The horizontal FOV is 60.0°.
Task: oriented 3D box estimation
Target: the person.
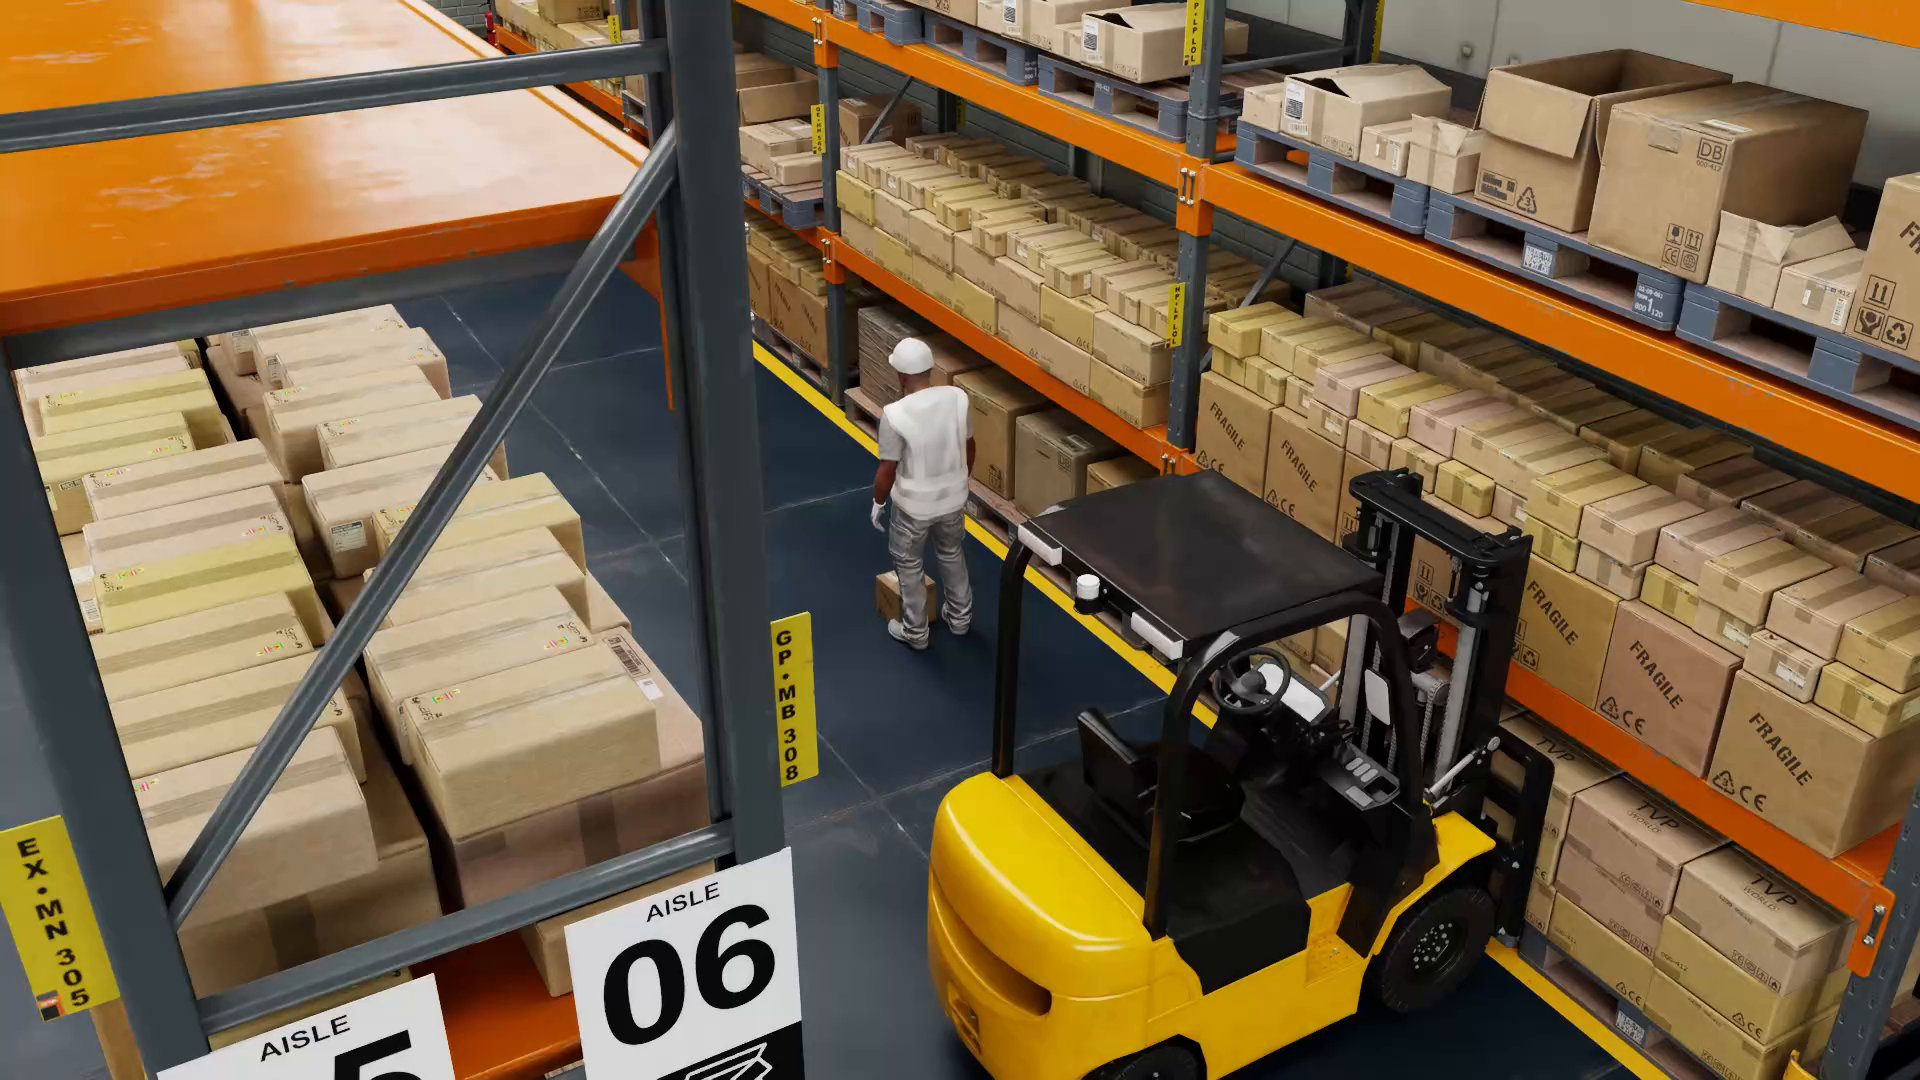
[{"bbox_3d":[-0.193,-0.240,8.991,0.632,1.776,0.444,-17,33,-28],"label":"person"}]
